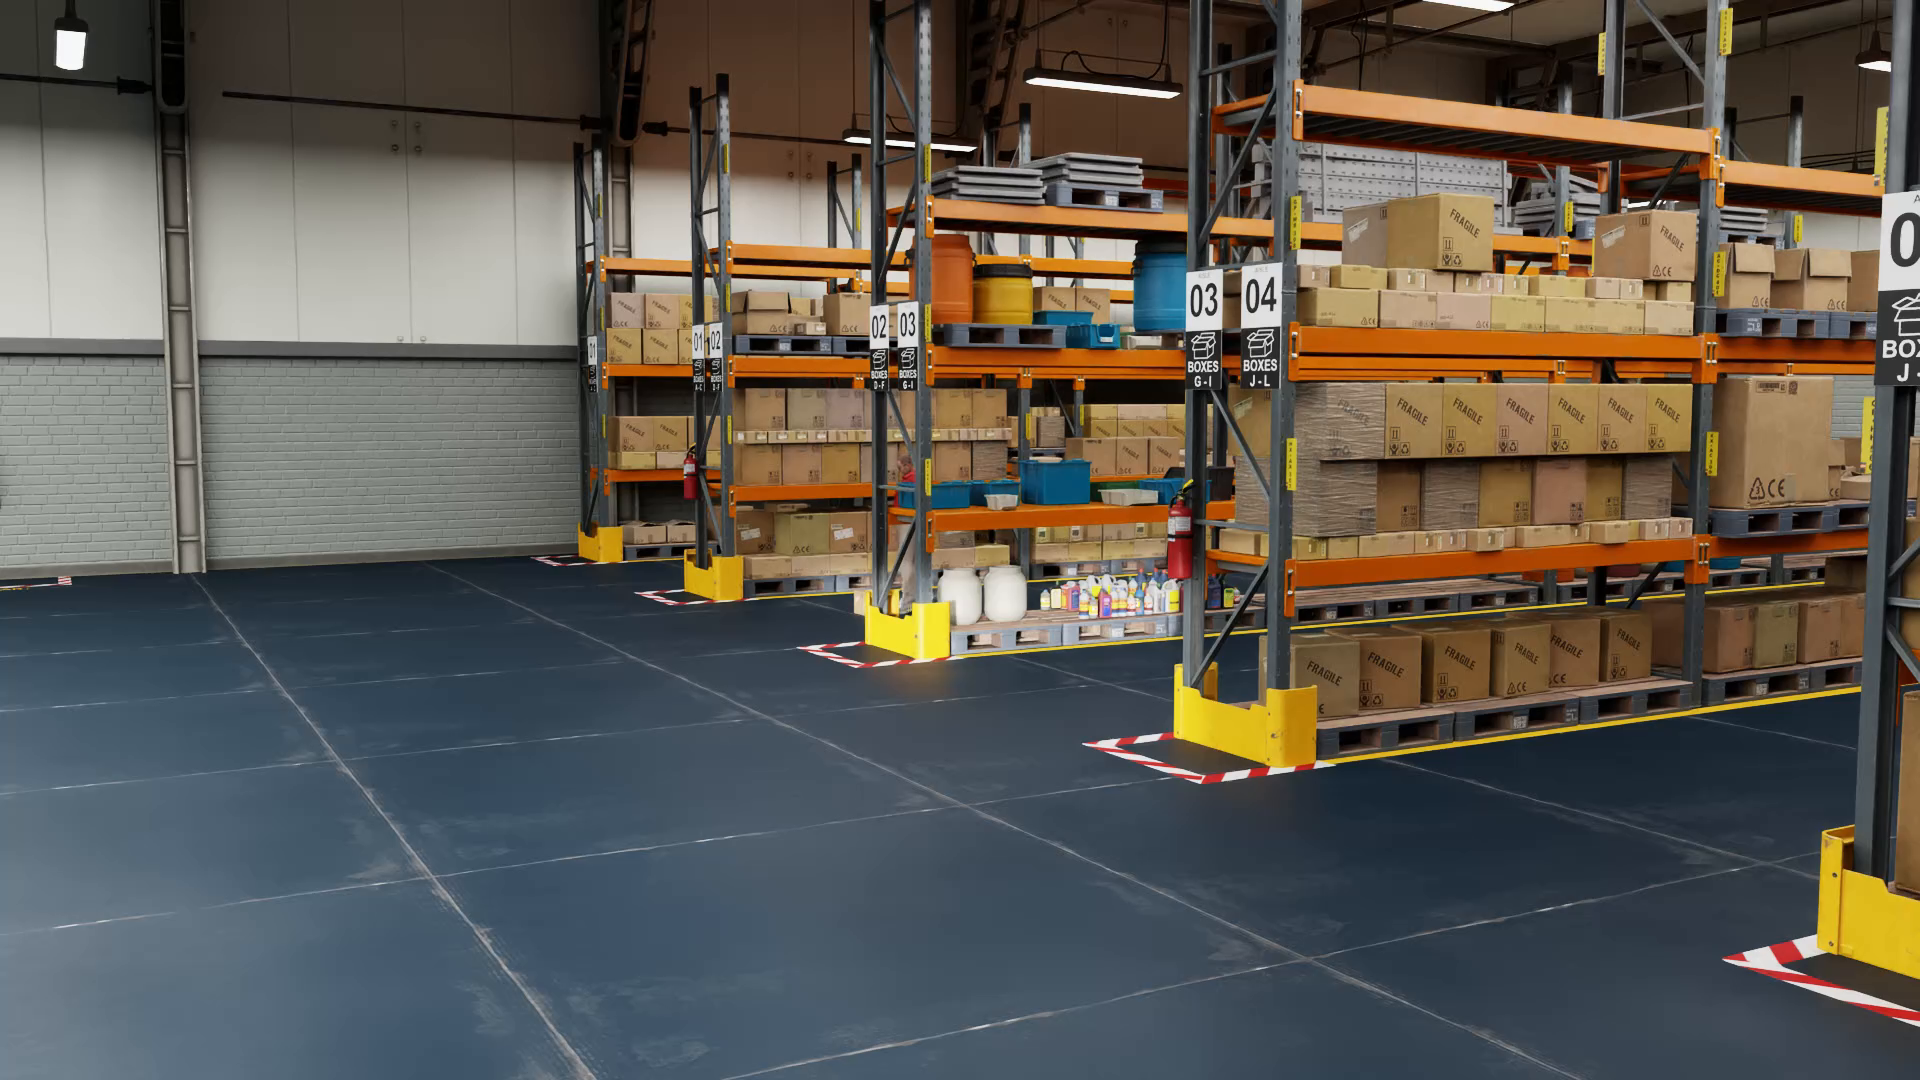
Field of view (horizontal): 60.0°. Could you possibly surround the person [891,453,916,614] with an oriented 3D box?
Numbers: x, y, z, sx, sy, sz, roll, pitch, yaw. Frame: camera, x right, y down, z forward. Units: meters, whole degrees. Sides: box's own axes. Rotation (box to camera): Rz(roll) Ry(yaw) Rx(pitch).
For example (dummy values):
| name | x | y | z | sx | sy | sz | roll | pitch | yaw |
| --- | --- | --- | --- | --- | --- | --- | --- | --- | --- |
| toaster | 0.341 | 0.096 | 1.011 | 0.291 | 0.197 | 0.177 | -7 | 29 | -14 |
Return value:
| name | x | y | z | sx | sy | sz | roll | pitch | yaw |
| --- | --- | --- | --- | --- | --- | --- | --- | --- | --- |
| person | -0.576 | -0.075 | 18.291 | 0.401 | 1.769 | 0.665 | -1 | 5 | -10 |
